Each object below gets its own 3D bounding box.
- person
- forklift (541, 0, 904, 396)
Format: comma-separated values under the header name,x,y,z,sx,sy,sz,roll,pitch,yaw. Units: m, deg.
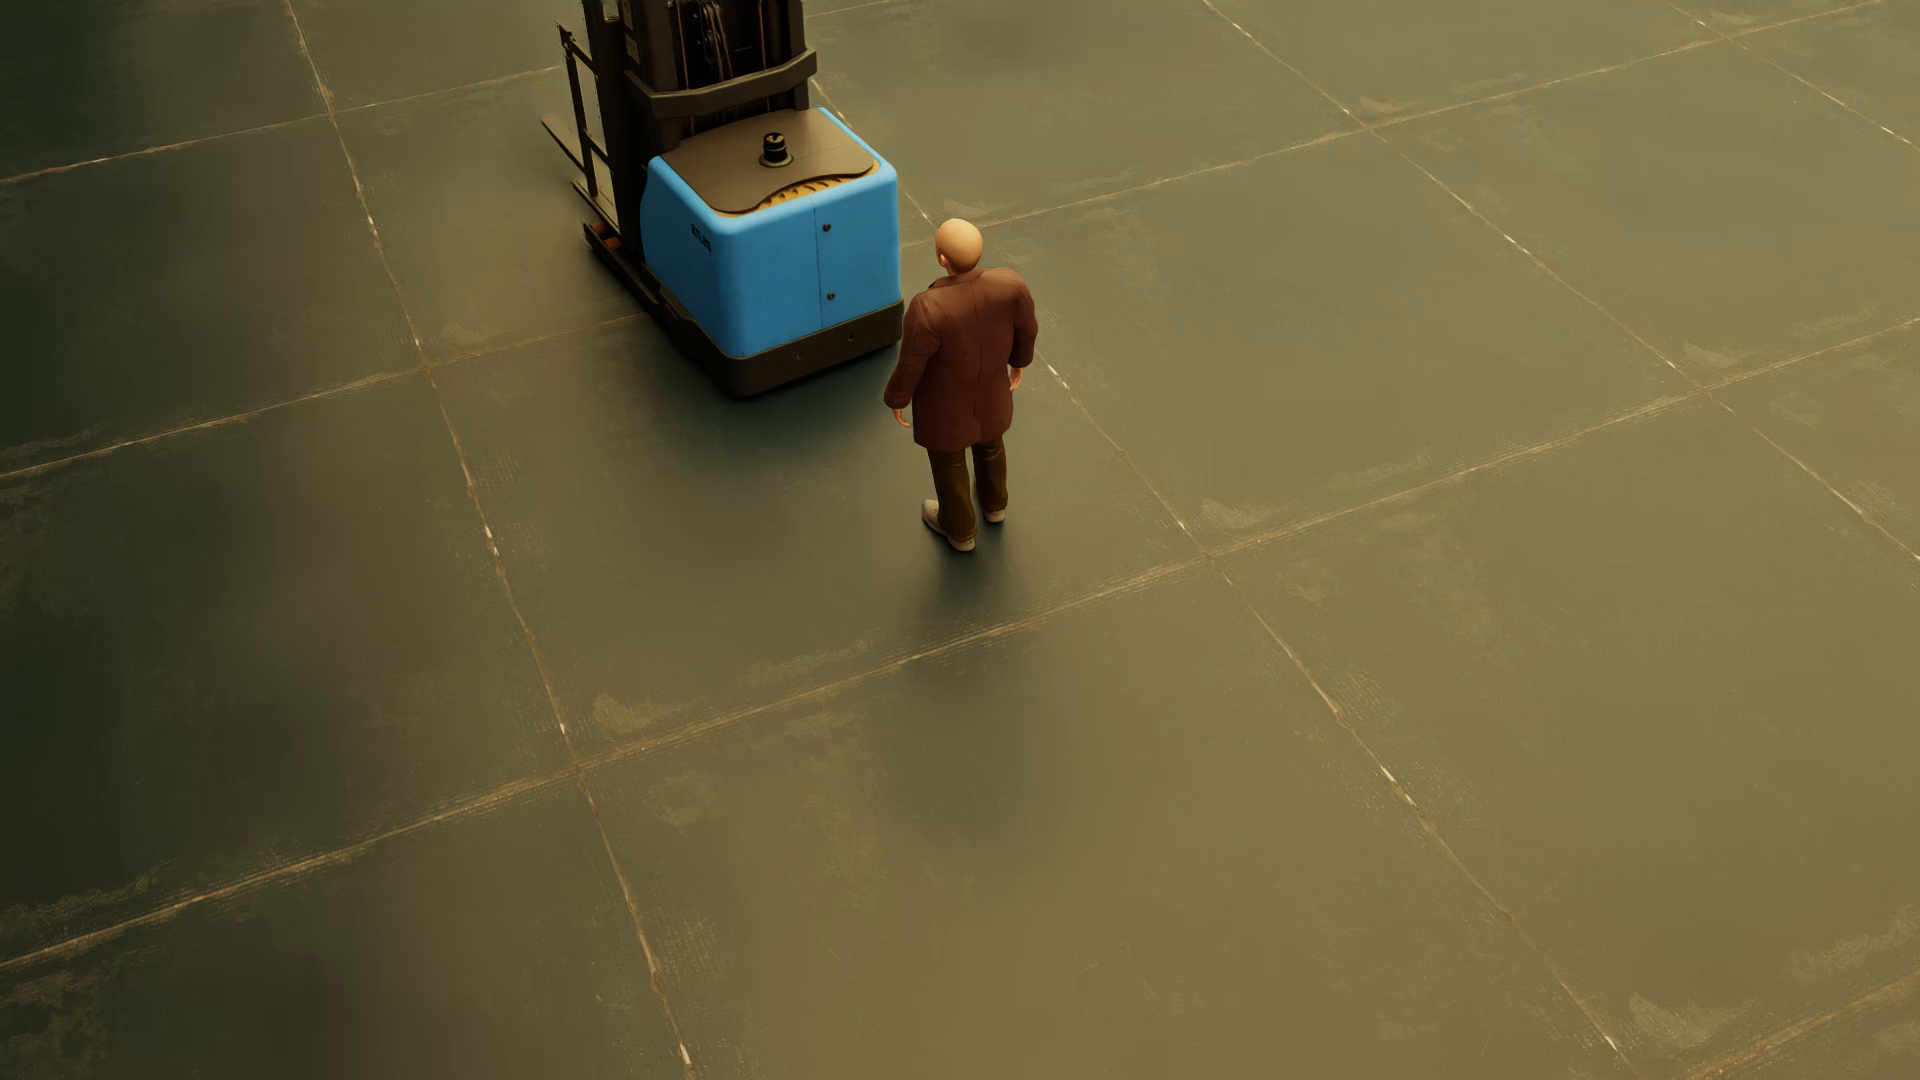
name,x,y,z,sx,sy,sz,roll,pitch,yaw
person,-0.035,-0.713,7.279,0.696,1.778,0.579,-18,46,-18
forklift,-1.509,-2.789,8.668,1.130,2.935,3.031,-23,48,-23
